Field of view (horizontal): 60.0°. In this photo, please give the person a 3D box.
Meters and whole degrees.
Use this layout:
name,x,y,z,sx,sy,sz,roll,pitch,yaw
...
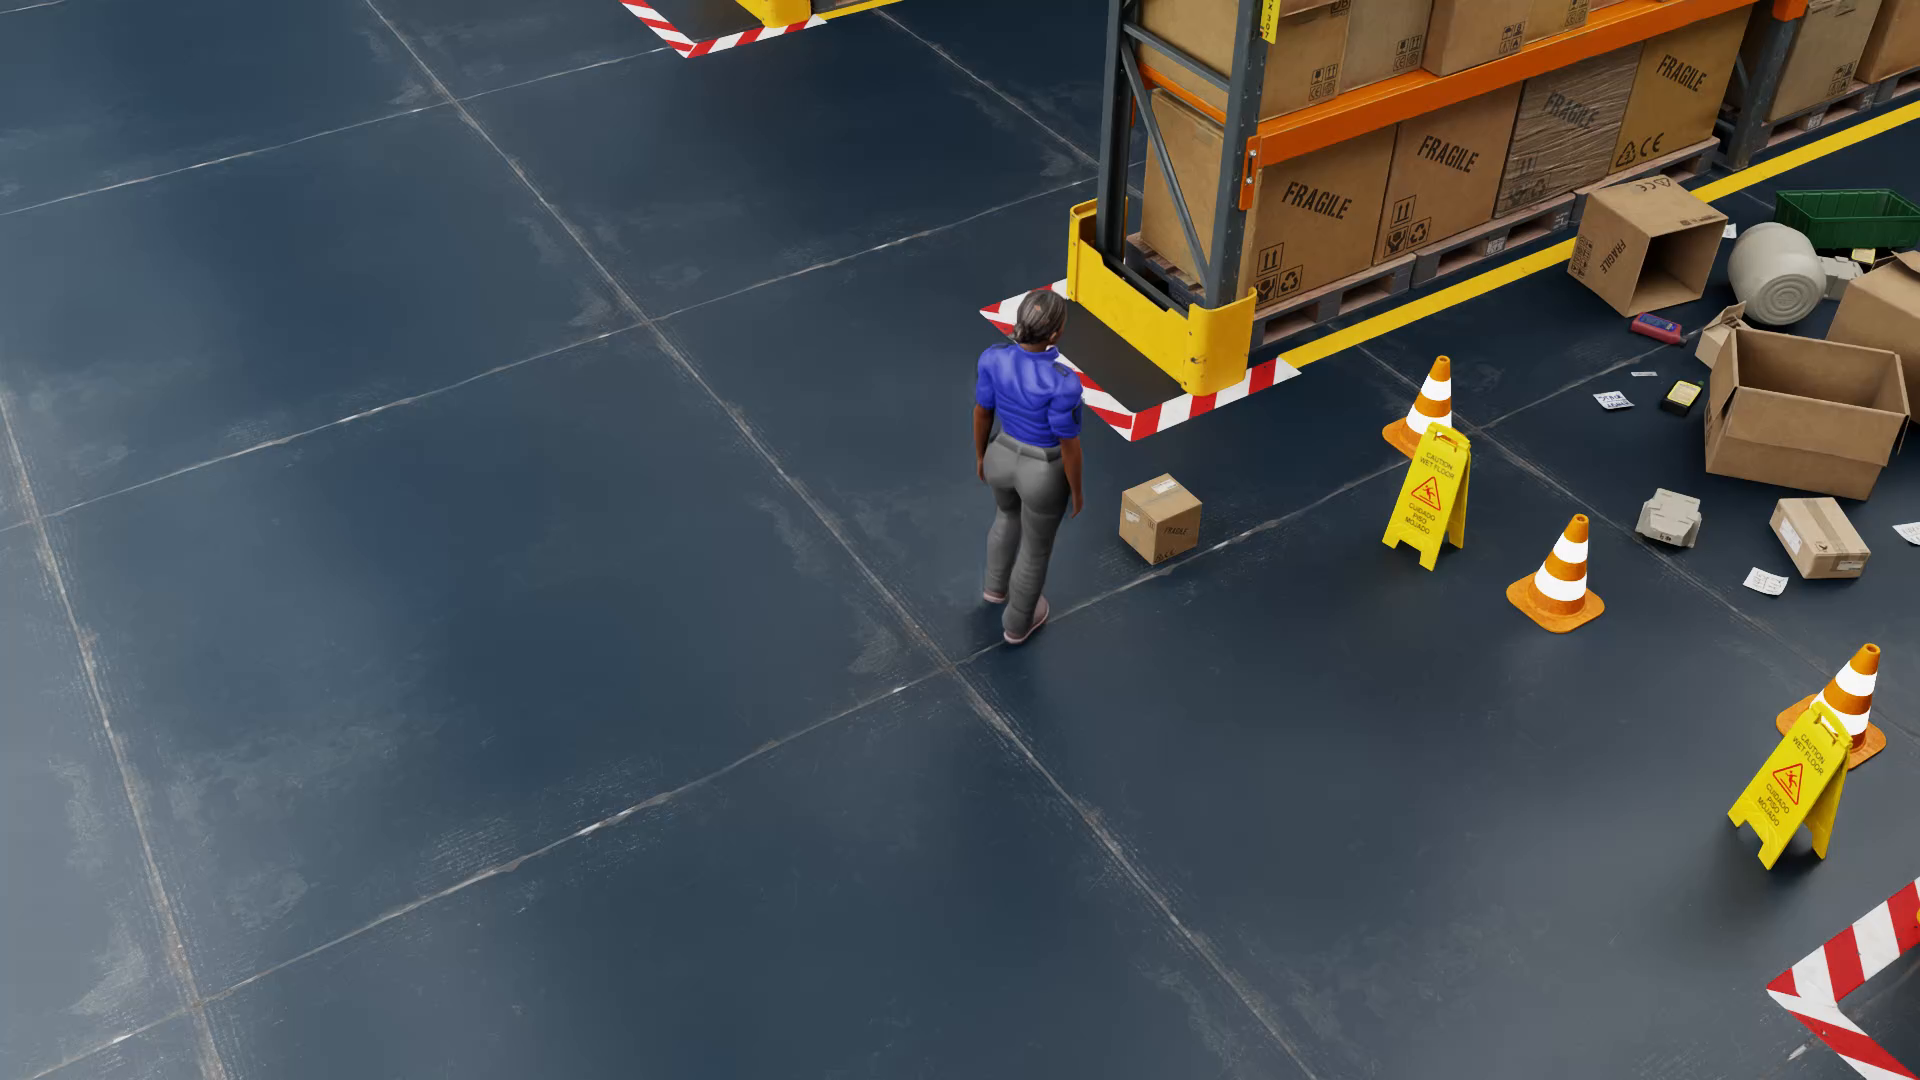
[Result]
name,x,y,z,sx,sy,sz,roll,pitch,yaw
person,0.273,-0.205,6.587,0.507,1.509,0.388,24,46,25
